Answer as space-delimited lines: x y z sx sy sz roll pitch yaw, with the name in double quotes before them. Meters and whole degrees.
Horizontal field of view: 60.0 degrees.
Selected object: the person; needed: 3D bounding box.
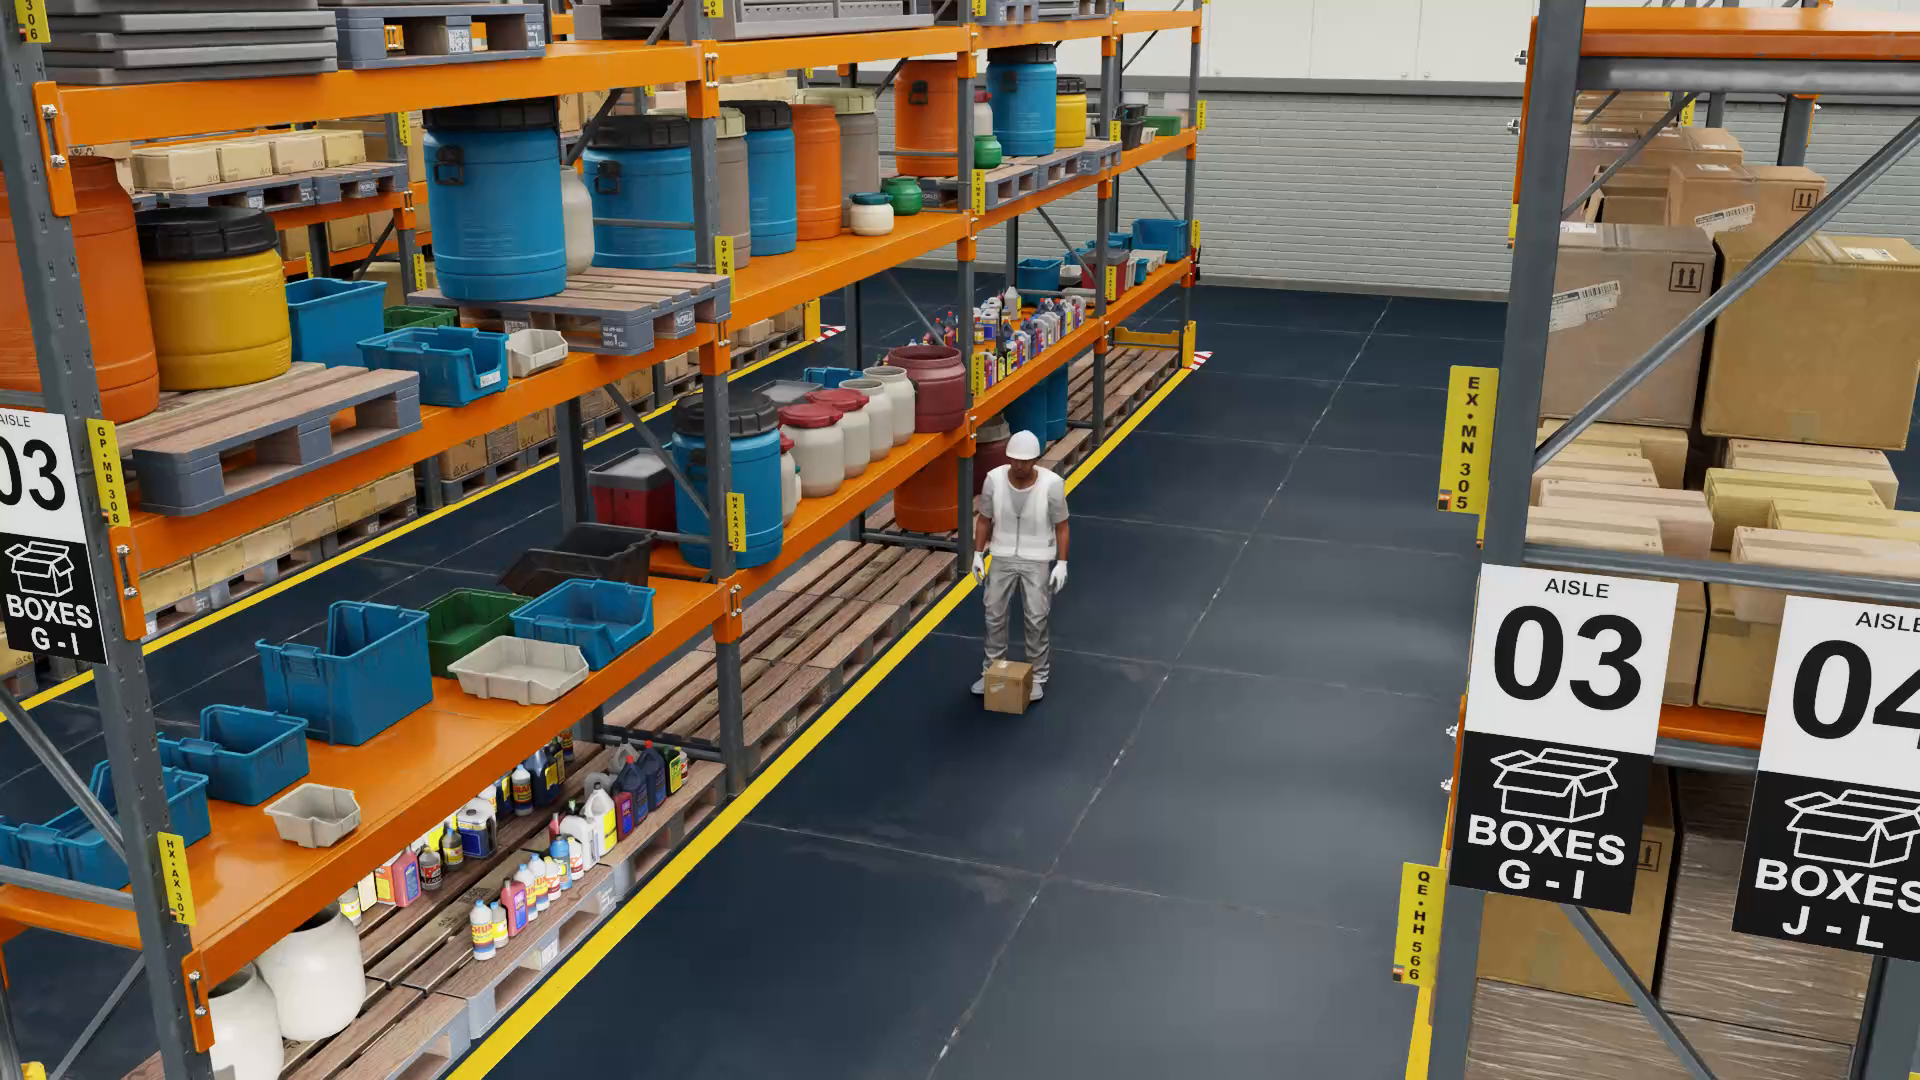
"person" 0.383 0.148 10.601 0.623 1.773 0.451 5 19 15
